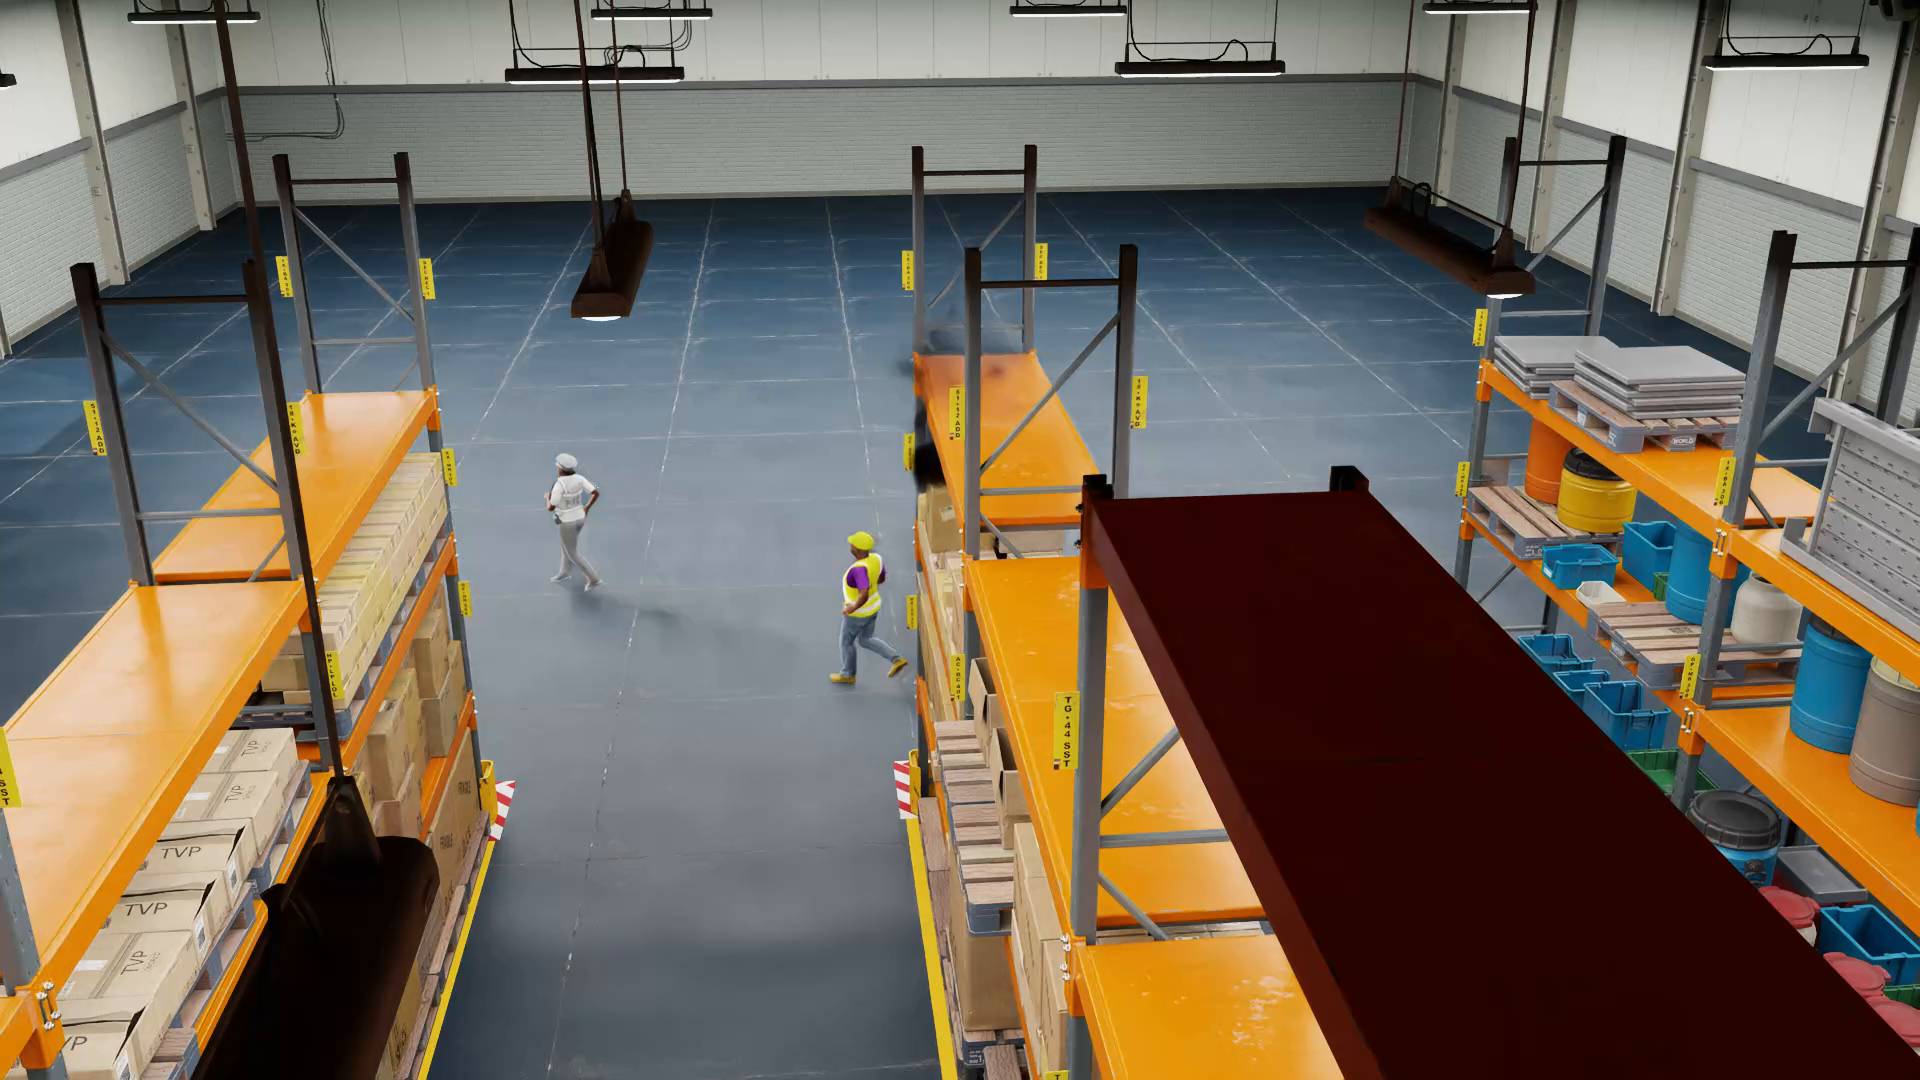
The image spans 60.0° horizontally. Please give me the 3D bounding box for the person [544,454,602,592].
[{"bbox_3d":[-4.632,-0.203,19.812,0.908,1.706,0.566,11,24,26],"label":"person"}]

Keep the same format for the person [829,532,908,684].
[{"bbox_3d":[-0.989,0.741,17.407,0.900,1.757,0.704,11,24,25],"label":"person"}]
